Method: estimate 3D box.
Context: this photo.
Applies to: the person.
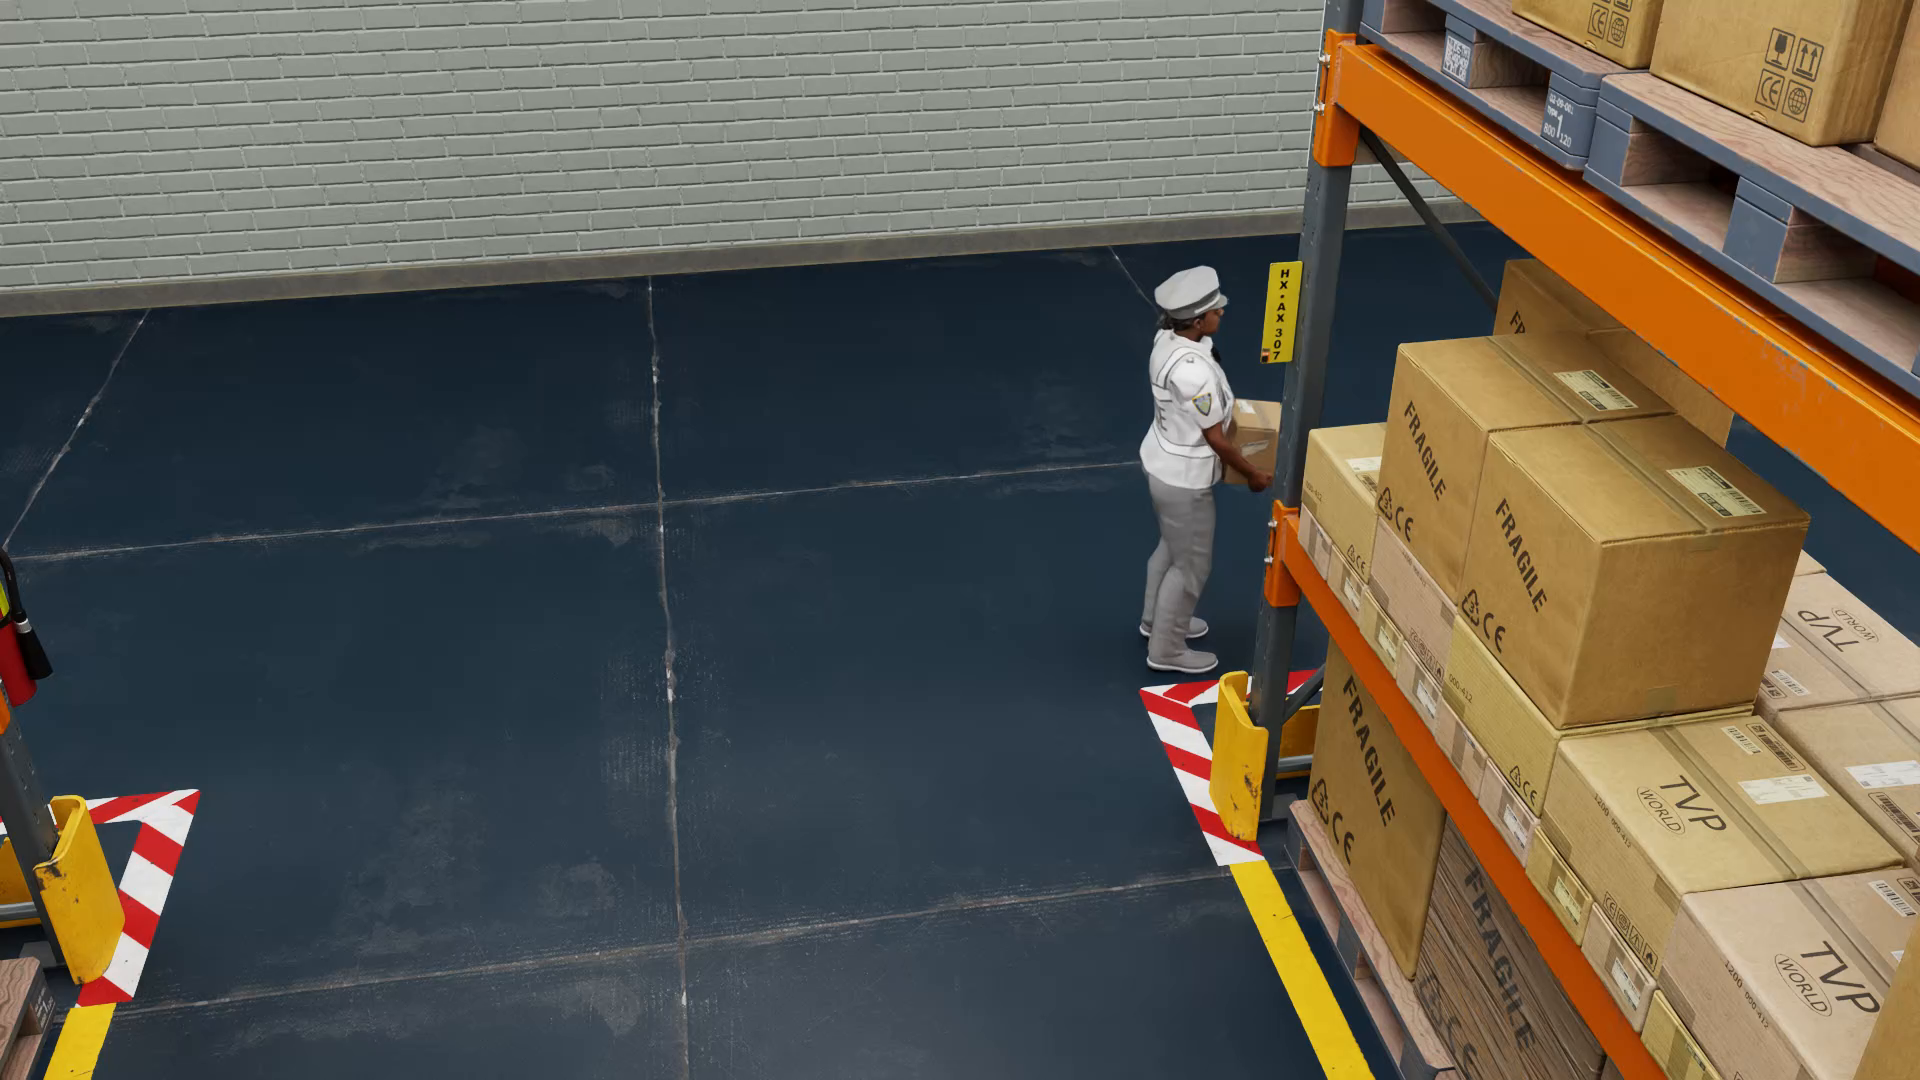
[{"bbox_3d":[0.971,-0.267,6.558,0.520,1.692,0.435,-2,31,-3],"label":"person"}]
